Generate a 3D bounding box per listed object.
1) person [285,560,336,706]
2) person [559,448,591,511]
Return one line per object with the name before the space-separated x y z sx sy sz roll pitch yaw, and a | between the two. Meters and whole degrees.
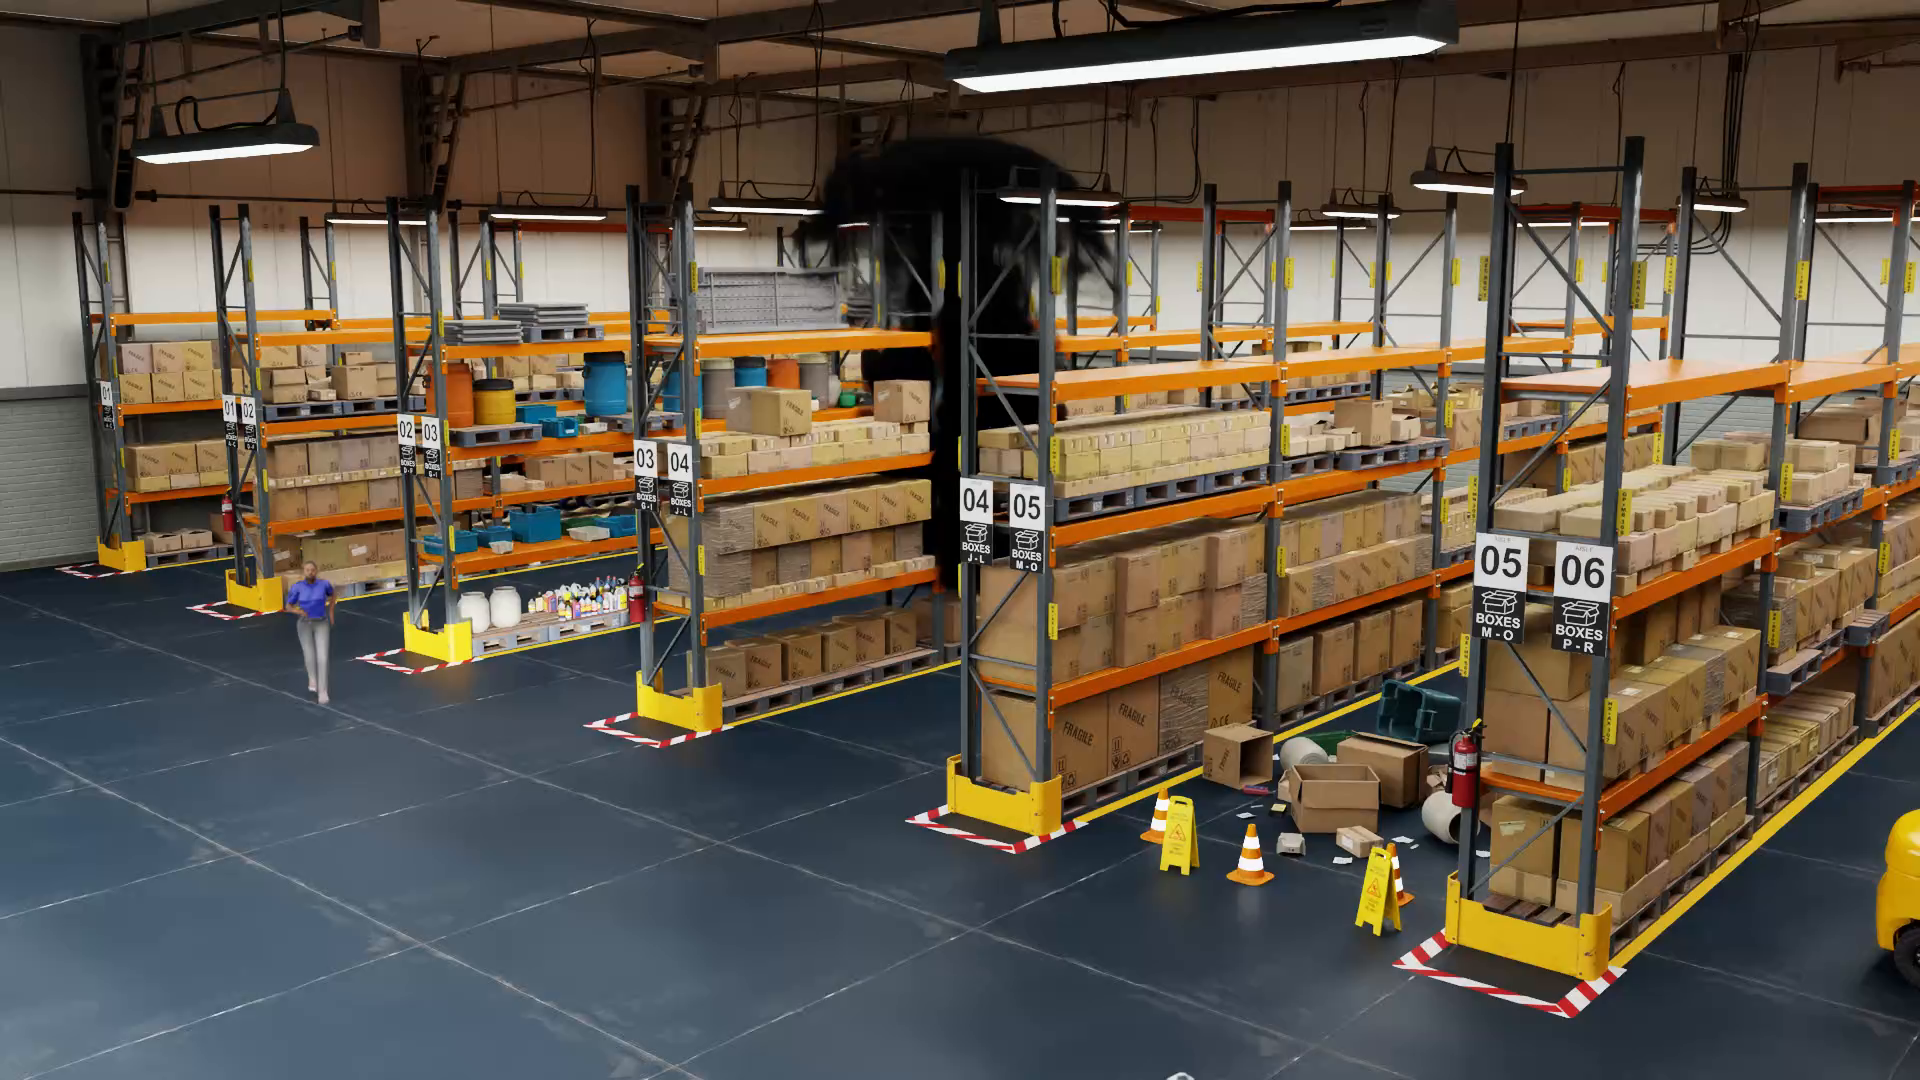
person | -7.728 1.067 19.844 0.571 1.683 0.881 -4 10 -20
person | -7.505 -1.025 32.393 0.589 1.688 0.847 7 12 35
